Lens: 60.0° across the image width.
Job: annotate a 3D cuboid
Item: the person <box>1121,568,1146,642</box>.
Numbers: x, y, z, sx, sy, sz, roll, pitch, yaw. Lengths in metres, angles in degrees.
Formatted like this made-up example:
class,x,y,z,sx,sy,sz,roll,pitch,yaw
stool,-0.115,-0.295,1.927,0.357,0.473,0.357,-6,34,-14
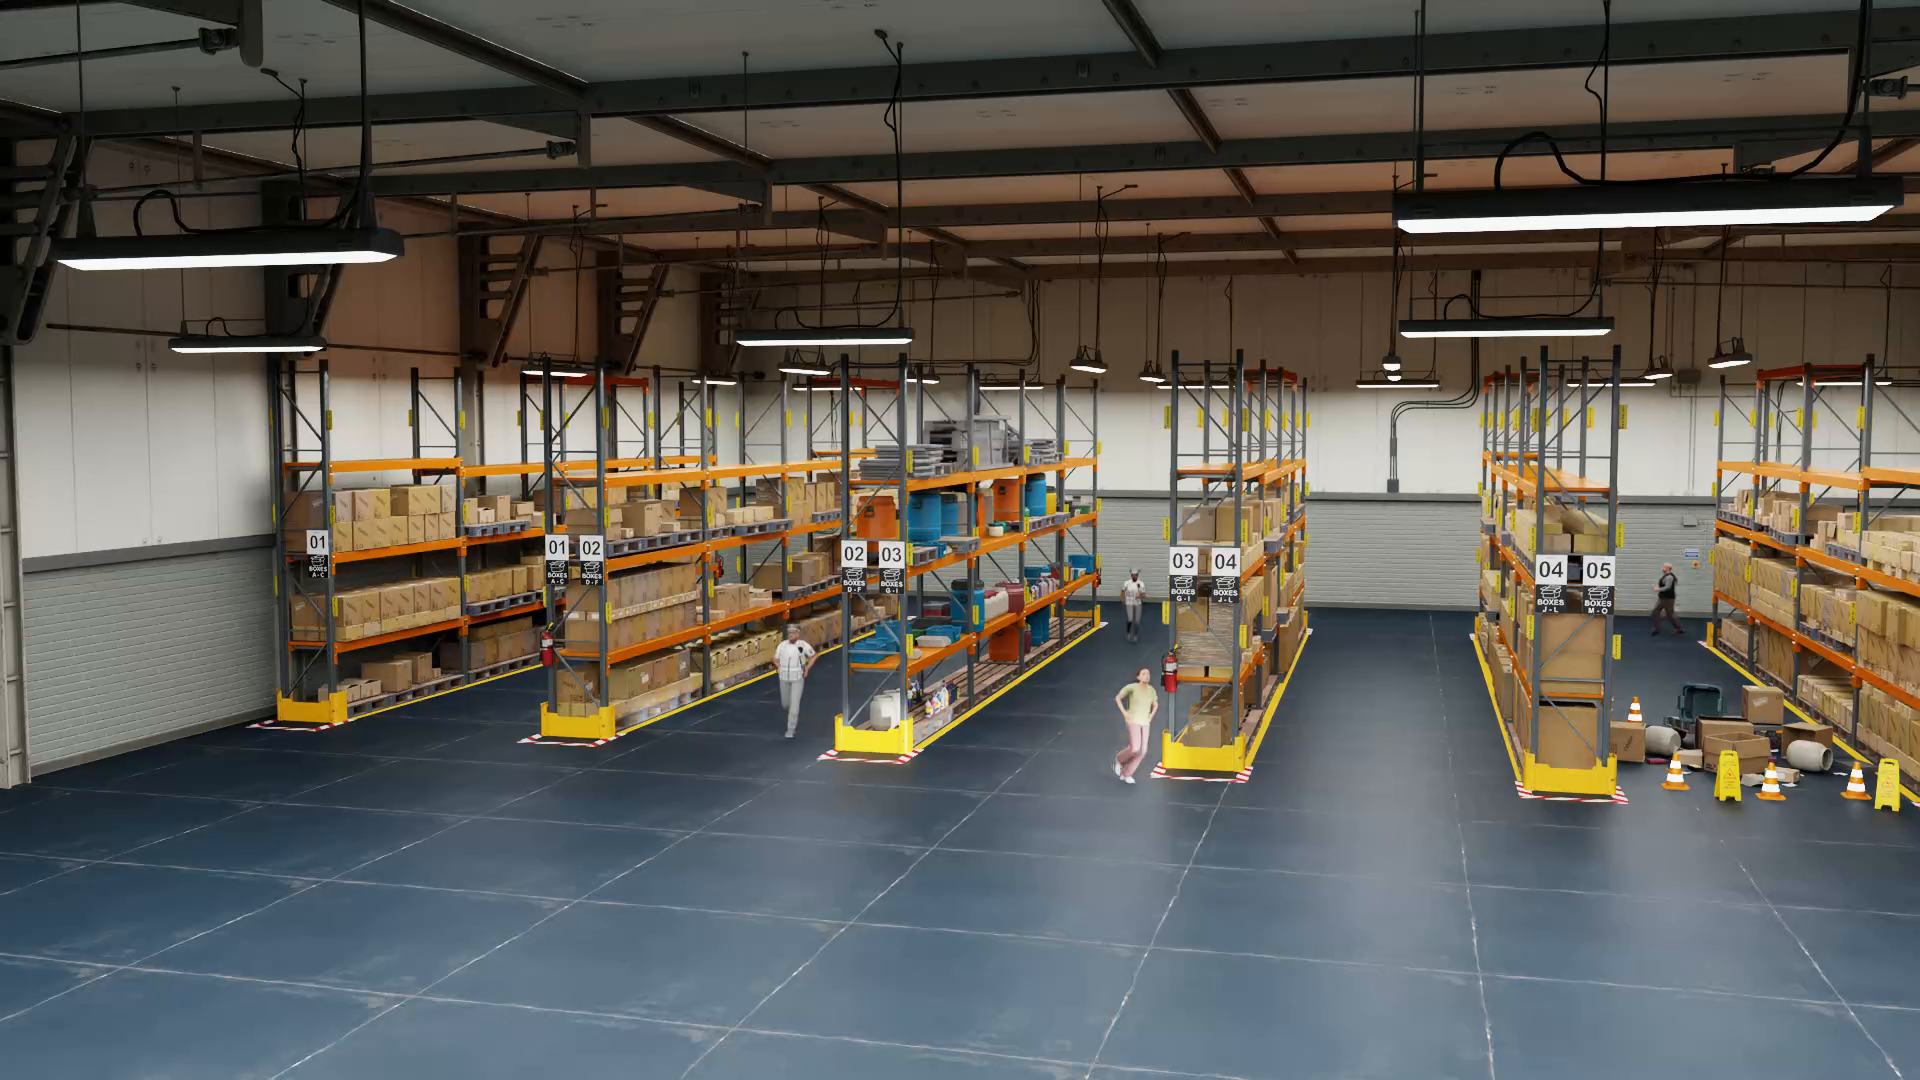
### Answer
class,x,y,z,sx,sy,sz,roll,pitch,yaw
person,3.901,1.467,37.406,0.552,1.670,0.646,0,4,4

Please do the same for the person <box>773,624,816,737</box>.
class,x,y,z,sx,sy,sz,roll,pitch,yaw
person,-2.663,2.199,26.457,0.666,1.747,0.950,1,4,11

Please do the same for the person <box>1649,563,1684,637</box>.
class,x,y,z,sx,sy,sz,roll,pitch,yaw
person,16.314,1.406,38.294,0.748,1.775,0.651,1,4,12

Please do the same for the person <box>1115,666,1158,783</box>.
class,x,y,z,sx,sy,sz,roll,pitch,yaw
person,2.478,2.542,23.013,0.595,1.609,0.531,-2,4,-23

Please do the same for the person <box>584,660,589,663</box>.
class,x,y,z,sx,sy,sz,roll,pitch,yaw
person,-6.845,1.908,30.800,0.608,1.816,0.747,1,4,8
